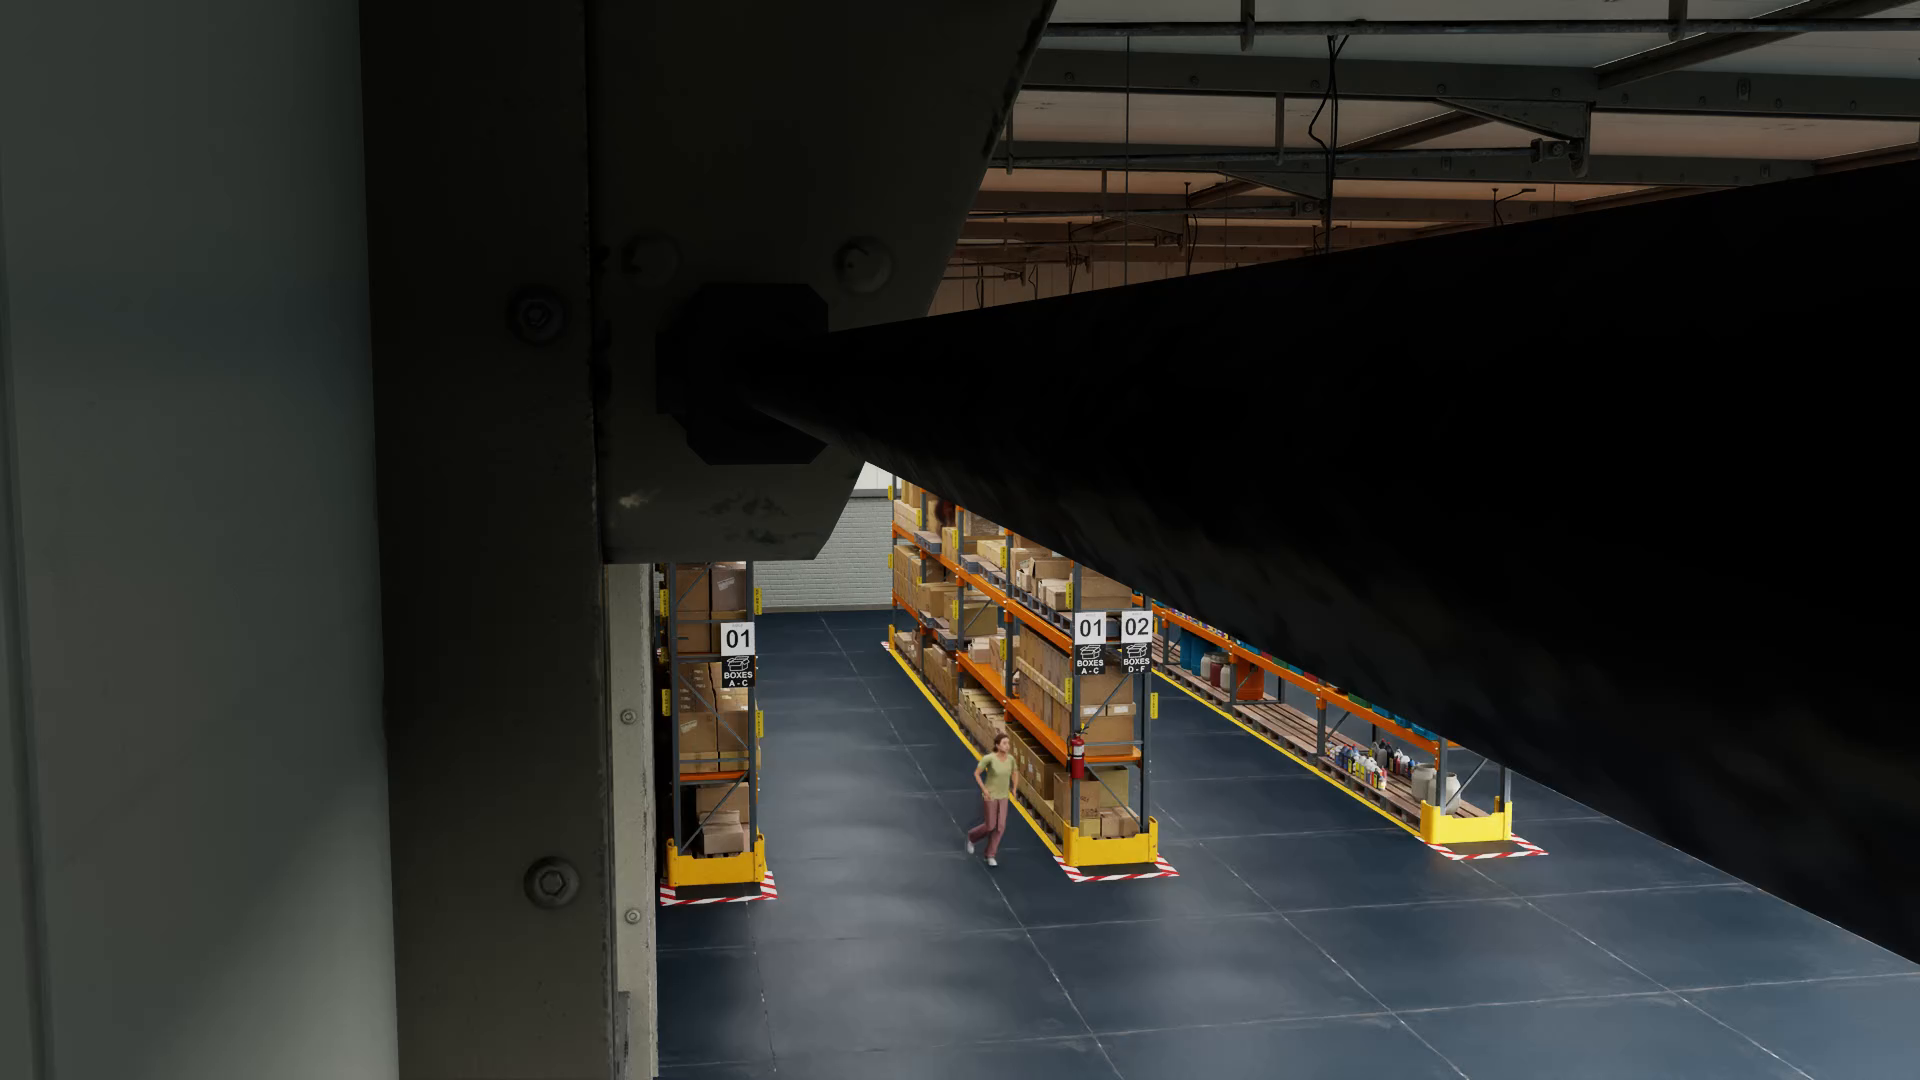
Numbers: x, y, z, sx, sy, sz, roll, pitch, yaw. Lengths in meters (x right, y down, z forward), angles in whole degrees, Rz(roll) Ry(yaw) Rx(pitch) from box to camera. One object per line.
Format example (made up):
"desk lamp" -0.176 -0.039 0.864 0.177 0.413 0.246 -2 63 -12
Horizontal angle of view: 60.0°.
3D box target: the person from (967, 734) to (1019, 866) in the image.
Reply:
"person" 0.466 3.247 21.072 0.625 1.620 0.625 -3 7 -27
